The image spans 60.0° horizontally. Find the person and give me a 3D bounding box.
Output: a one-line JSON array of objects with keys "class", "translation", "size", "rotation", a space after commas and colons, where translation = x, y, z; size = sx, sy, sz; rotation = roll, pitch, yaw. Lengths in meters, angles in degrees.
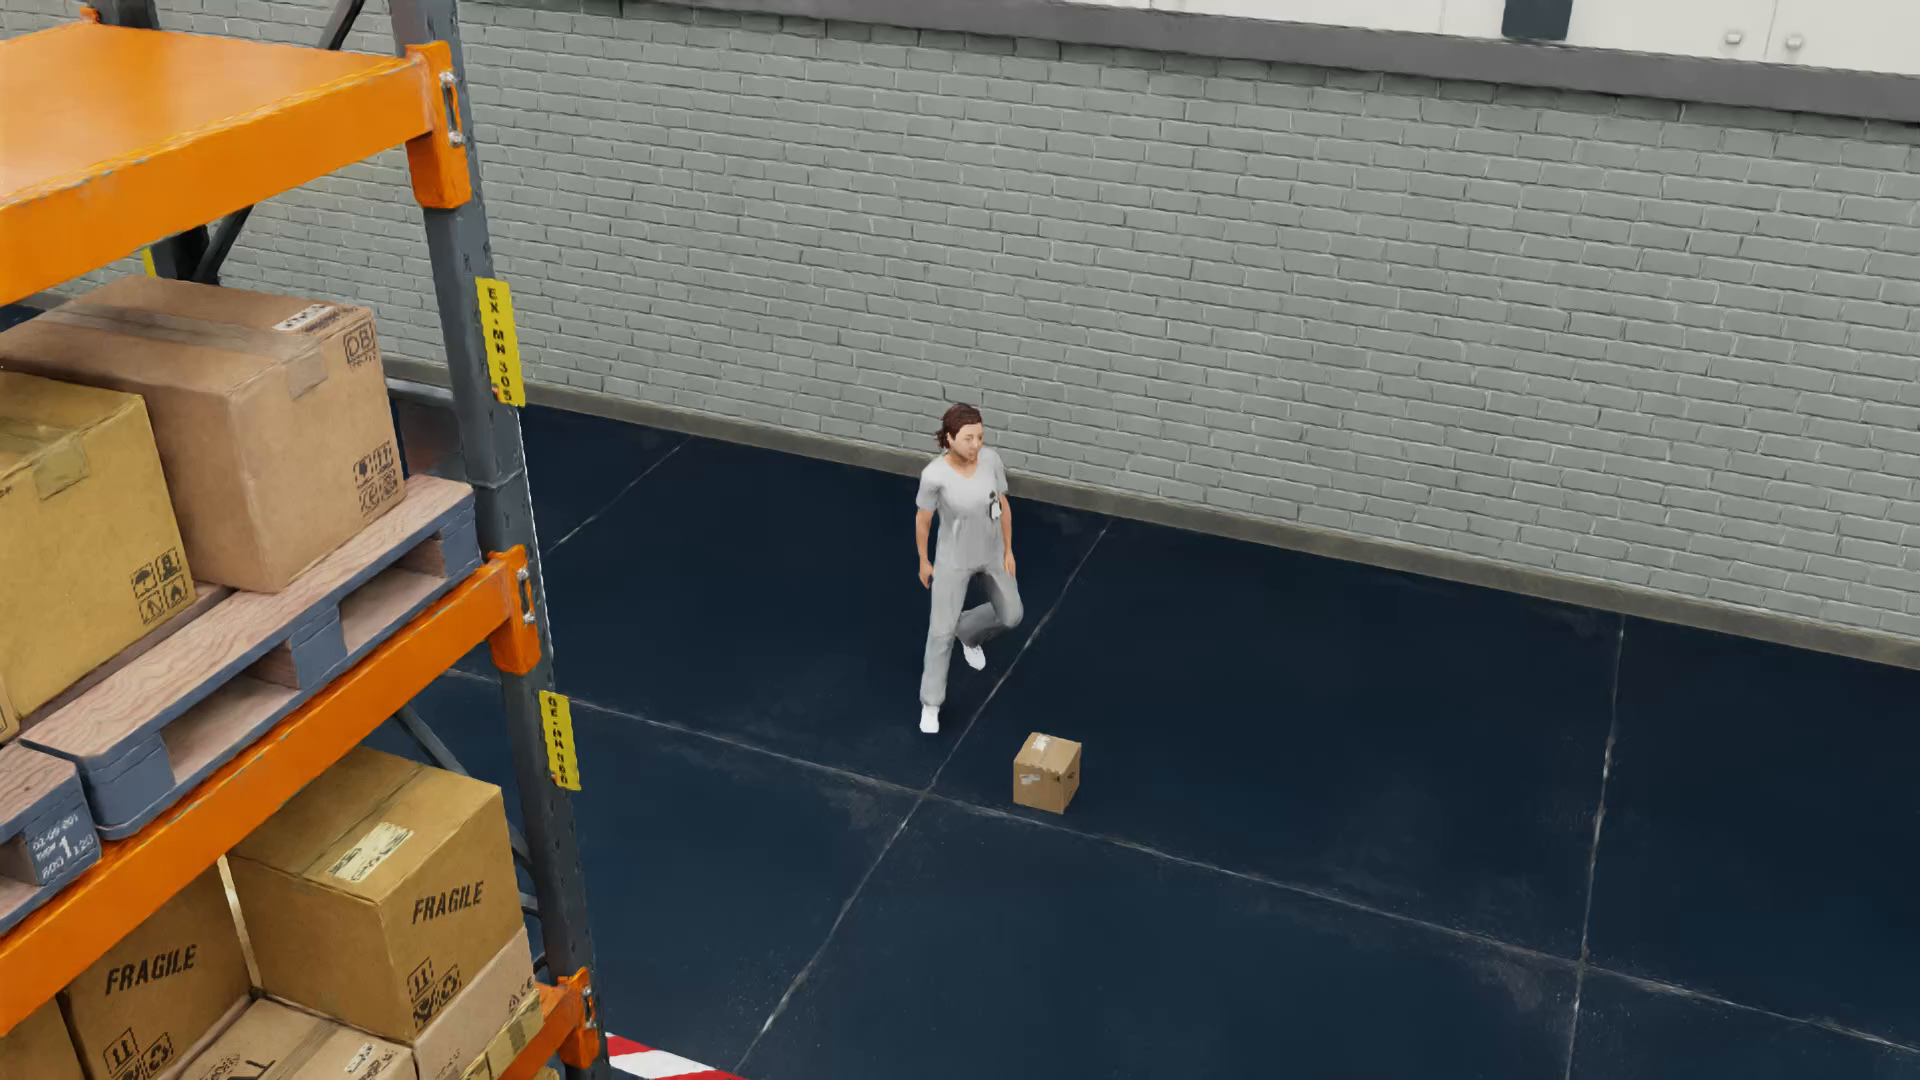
[{"class": "person", "translation": [-0.019, 0.078, 8.232], "size": [0.598, 1.661, 0.599], "rotation": [-12, 32, -21]}]
